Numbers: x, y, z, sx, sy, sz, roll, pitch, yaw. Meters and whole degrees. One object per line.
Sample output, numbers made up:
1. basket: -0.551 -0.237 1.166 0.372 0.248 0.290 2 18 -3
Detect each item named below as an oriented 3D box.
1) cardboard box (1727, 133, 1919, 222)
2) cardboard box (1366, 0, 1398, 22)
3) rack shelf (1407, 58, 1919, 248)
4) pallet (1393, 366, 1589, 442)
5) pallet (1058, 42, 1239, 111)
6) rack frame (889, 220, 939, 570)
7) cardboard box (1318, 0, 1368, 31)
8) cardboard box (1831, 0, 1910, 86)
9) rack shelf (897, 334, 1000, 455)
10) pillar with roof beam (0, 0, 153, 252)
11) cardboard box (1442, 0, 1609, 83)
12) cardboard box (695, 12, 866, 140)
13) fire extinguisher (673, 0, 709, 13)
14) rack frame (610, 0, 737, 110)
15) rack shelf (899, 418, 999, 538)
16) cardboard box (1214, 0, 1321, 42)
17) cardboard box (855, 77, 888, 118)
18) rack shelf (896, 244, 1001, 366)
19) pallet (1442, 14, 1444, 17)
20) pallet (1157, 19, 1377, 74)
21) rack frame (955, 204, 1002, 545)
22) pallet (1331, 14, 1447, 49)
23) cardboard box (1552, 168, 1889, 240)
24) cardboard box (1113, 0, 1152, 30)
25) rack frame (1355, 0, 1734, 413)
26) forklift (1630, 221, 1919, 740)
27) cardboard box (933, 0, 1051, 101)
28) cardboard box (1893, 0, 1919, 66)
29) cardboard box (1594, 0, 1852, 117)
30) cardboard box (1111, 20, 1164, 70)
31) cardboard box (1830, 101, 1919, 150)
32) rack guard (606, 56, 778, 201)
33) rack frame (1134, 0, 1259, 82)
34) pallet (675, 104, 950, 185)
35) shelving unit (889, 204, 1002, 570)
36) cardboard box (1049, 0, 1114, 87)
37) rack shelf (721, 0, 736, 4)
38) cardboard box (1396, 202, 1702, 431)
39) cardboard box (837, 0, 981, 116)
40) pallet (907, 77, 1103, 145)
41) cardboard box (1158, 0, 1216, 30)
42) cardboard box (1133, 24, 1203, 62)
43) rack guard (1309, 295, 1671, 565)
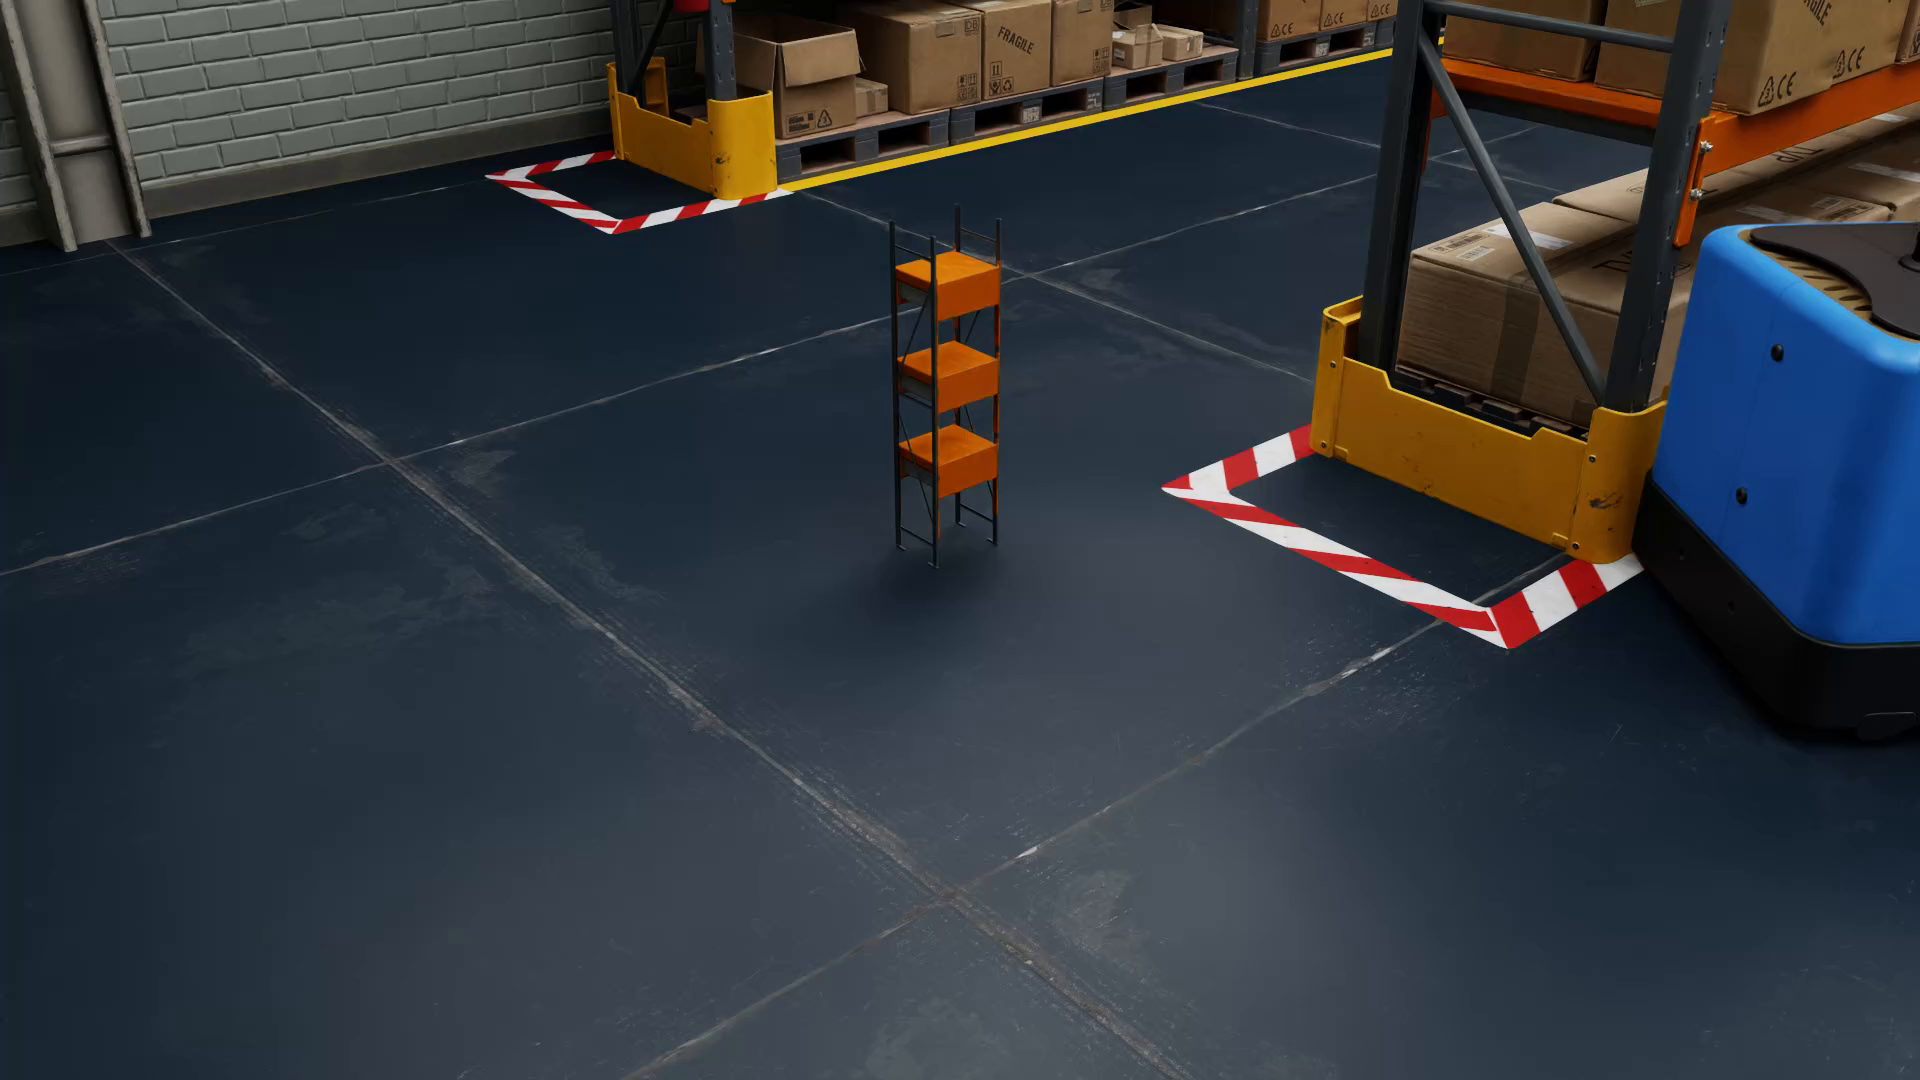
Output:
1. cardboard box: 3.547 -1.355 6.876 0.875 0.438 0.875 -23 36 -36
2. cardboard box: 2.846 -3.974 11.710 0.500 0.500 0.500 -23 36 -36
3. rack shelf: 3.254 -1.799 6.196 4.000 0.370 1.077 -22 35 -35
4. pallet: 2.290 -0.547 6.049 1.213 0.211 1.003 -22 35 -35
5. pallet: 1.028 -3.067 10.765 1.213 0.211 1.003 -22 35 -35
6. rack frame: -0.134 -0.409 4.902 0.008 1.050 0.200 -22 35 -35
7. cardboard box: 2.463 -3.823 11.427 0.500 0.500 0.500 -22 35 -36
8. cardboard box: 2.650 -1.757 5.249 0.500 0.500 0.500 -22 35 -36
9. rack shelf: -0.041 -0.437 4.977 0.240 0.259 0.215 -22 35 -35
10. pillar with roof beam: -1.334 -3.883 2.969 0.400 9.000 9.100 -22 35 -35
11. cardboard box: 1.927 -1.791 5.312 0.500 0.500 0.500 -22 35 -35
12. cardboard box: -0.965 -2.520 8.986 0.637 0.503 0.797 -24 36 -37
13. fire extinguisher: -1.304 -2.873 7.922 0.183 0.674 0.296 -22 35 -35
14. rack frame: -1.492 -3.283 8.210 0.127 3.000 1.000 -22 35 -35
15. rack shelf: -0.041 -0.192 5.108 0.240 0.259 0.215 -22 35 -35
16. cardboard box: 2.065 -3.656 11.116 0.500 0.500 0.500 -20 34 -33
17. cardboard box: -0.617 -2.480 9.287 0.250 0.149 0.380 -24 36 -37
18. rack shelf: -0.041 -0.688 4.843 0.240 0.259 0.215 -22 35 -35
19. pallet: 4.001 -4.285 13.045 1.213 0.211 1.003 -22 35 -35
20. pallet: 2.145 -3.539 11.648 1.213 0.211 1.003 -22 35 -35
21. rack frame: 0.052 -0.484 5.042 0.008 1.050 0.200 -22 35 -35
22. pallet: 3.074 -3.914 12.350 1.213 0.211 1.003 -22 35 -35
23. cardboard box: 2.860 -1.080 6.361 0.875 0.438 0.875 -21 34 -34
24. cardboard box: 0.895 -3.388 10.815 0.500 0.311 0.500 -20 34 -33
25. rack frame: 1.732 -1.504 4.882 0.127 3.000 1.000 -22 35 -35
26. forklift: 3.574 -1.039 4.085 3.031 2.935 1.130 -2 28 -3
27. cardboard box: 0.177 -2.892 9.686 0.500 0.500 0.500 -21 35 -34
28. cardboard box: 3.049 -1.906 5.528 0.500 0.500 0.500 -22 35 -35
29. cardboard box: 2.284 -1.592 4.940 0.500 0.500 0.500 -22 35 -35
30. cardboard box: 1.046 -3.101 10.325 0.258 0.266 0.396 -20 34 -33
31. cardboard box: 4.228 -1.629 7.389 0.875 0.438 0.875 -22 35 -36
32. rack guard: -1.434 -2.203 8.843 0.348 0.500 1.175 -22 35 -35
33. rack frame: 1.551 -4.506 10.500 0.127 3.000 1.000 -22 35 -35
34. pallet: -0.829 -2.320 9.368 1.213 0.211 1.003 -22 35 -35
35. shelving unit: -0.041 -0.447 4.972 0.252 1.050 0.215 -22 35 -35
36. cardboard box: 0.500 -3.084 10.044 0.500 0.500 0.700 -23 36 -37
37. rack shelf: 0.029 -3.577 9.525 4.000 0.370 1.077 -22 35 -35
38. cardboard box: 2.169 -0.797 5.832 0.875 0.438 0.875 -23 36 -37
39. cardboard box: -0.290 -2.766 9.450 0.500 0.500 0.700 -20 34 -33
40. pallet: 0.099 -2.691 10.063 1.213 0.211 1.003 -22 35 -35
41. cardboard box: 1.732 -3.845 11.469 0.500 0.500 0.500 -22 35 -35
42. cardboard box: 1.317 -3.158 10.557 0.250 0.149 0.380 -23 36 -36
43. rack guard: 1.714 -0.394 5.457 0.348 0.500 1.175 -22 35 -35
